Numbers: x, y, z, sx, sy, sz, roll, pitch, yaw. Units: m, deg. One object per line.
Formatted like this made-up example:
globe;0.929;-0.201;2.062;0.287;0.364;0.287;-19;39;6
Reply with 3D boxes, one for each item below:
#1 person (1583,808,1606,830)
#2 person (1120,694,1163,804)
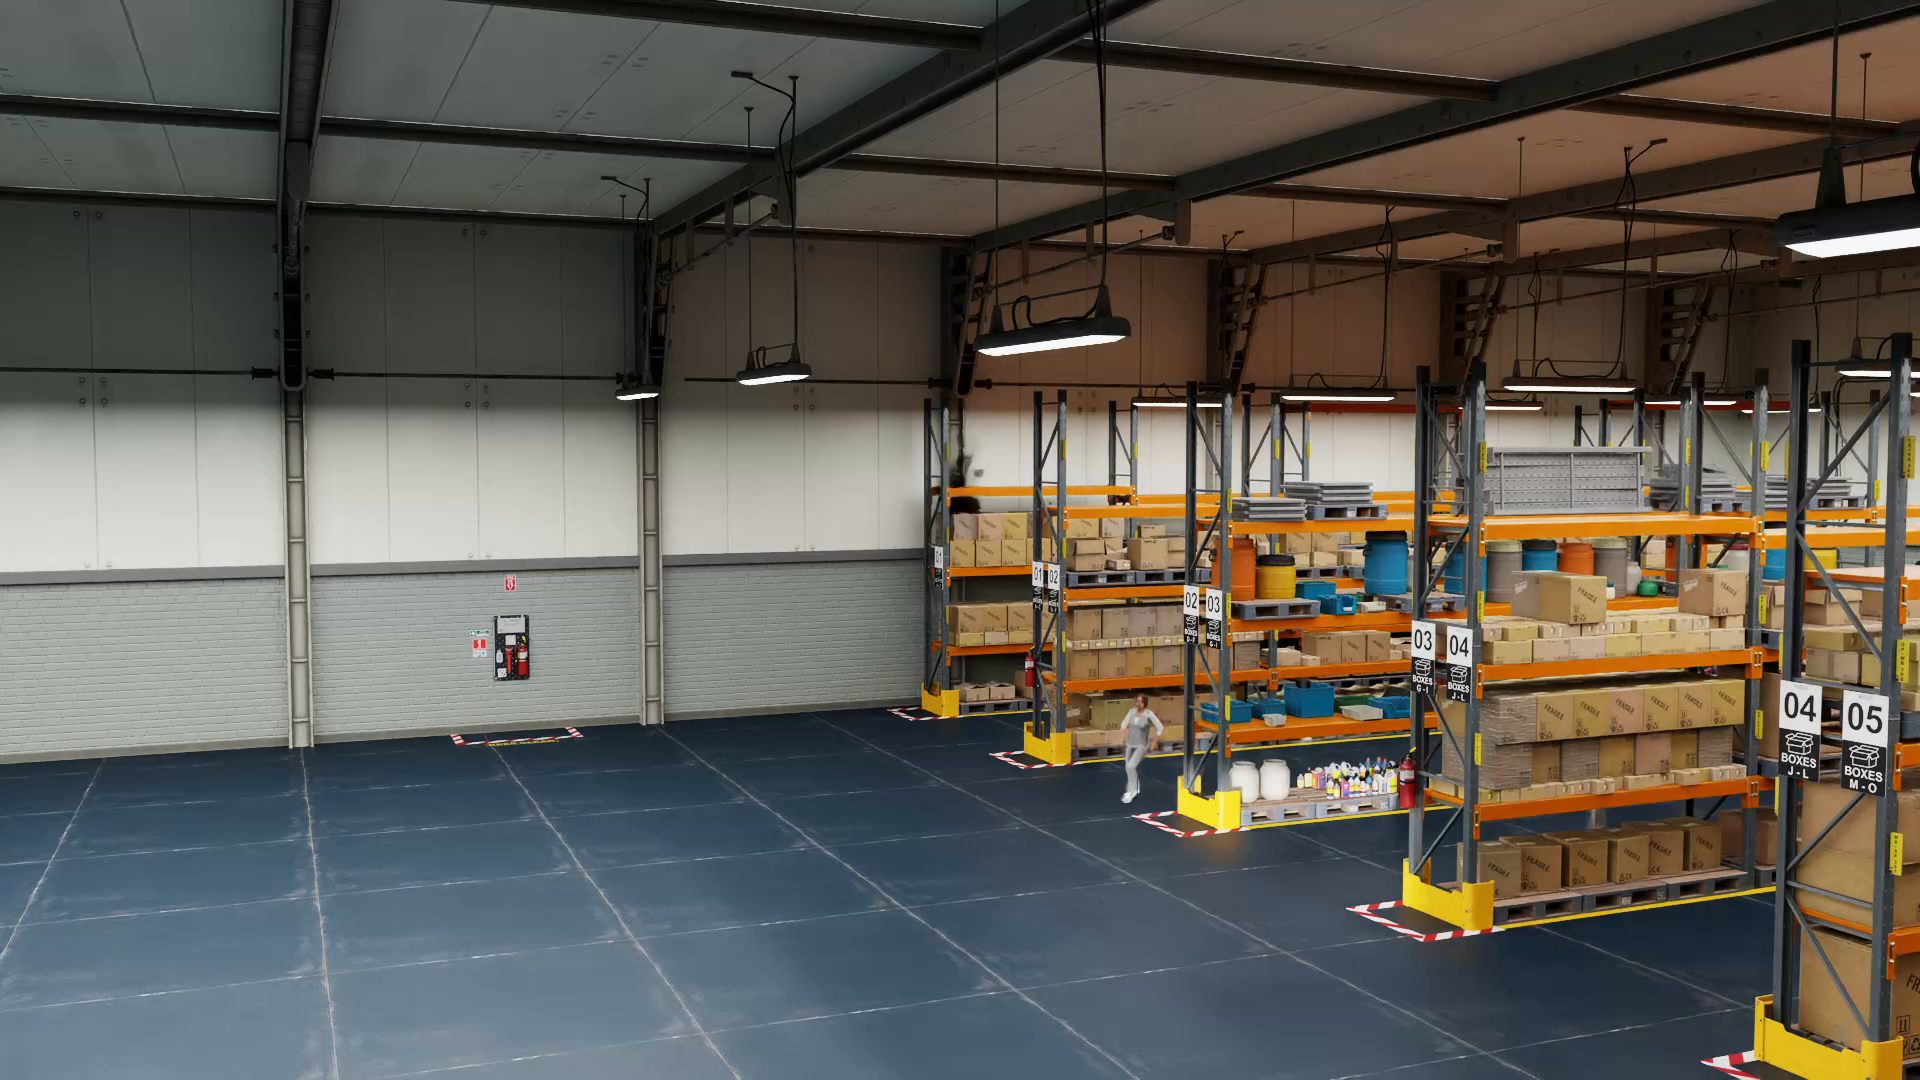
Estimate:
person;8.223;3.025;21.617;0.628;1.734;0.705;-2;4;-36
person;2.561;2.992;23.810;0.601;1.569;0.615;3;4;38
